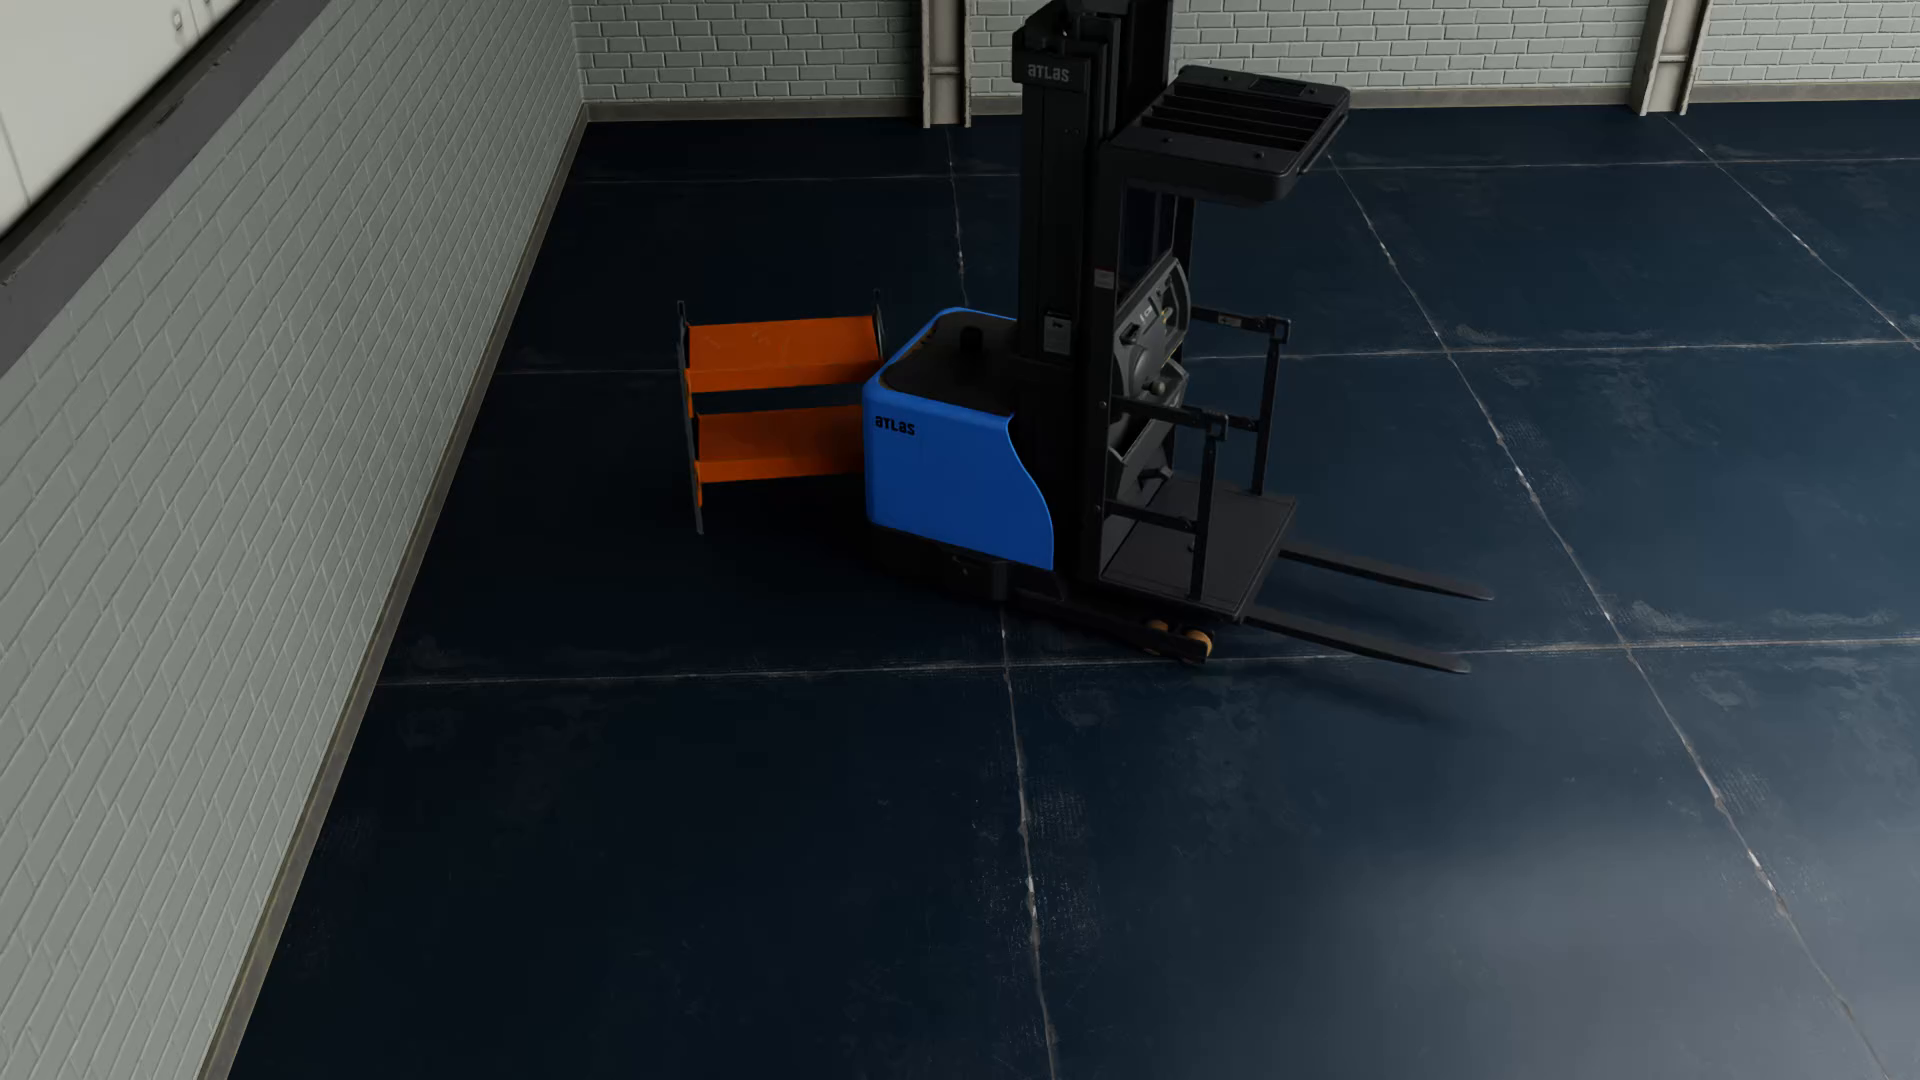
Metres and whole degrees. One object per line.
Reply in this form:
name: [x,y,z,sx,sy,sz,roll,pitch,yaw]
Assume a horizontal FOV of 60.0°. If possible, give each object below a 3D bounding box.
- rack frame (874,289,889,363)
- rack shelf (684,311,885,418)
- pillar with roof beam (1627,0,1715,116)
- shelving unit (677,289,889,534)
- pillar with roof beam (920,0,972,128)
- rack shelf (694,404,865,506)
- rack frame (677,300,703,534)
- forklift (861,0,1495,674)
rack frame: [-0.405,-0.710,8.824,0.032,1.125,0.500,-4,35,-6]
rack shelf: [-0.909,-0.914,8.603,1.000,0.278,0.538,-4,35,-6]
pillar with roof beam: [6.082,-4.899,7.957,0.400,9.000,9.100,-2,35,-2]
shelving unit: [-0.909,-0.673,8.770,1.048,1.125,0.538,-4,35,-6]
pillar with roof beam: [0.089,-4.737,7.724,0.400,9.000,9.100,-2,35,-2]
rack shelf: [-0.909,-0.472,8.909,1.000,0.278,0.538,-4,35,-6]
rack frame: [-1.413,-0.636,8.716,0.032,1.125,0.500,-4,35,-6]
forklift: [1.069,-0.955,7.590,3.031,2.935,1.130,15,37,20]
